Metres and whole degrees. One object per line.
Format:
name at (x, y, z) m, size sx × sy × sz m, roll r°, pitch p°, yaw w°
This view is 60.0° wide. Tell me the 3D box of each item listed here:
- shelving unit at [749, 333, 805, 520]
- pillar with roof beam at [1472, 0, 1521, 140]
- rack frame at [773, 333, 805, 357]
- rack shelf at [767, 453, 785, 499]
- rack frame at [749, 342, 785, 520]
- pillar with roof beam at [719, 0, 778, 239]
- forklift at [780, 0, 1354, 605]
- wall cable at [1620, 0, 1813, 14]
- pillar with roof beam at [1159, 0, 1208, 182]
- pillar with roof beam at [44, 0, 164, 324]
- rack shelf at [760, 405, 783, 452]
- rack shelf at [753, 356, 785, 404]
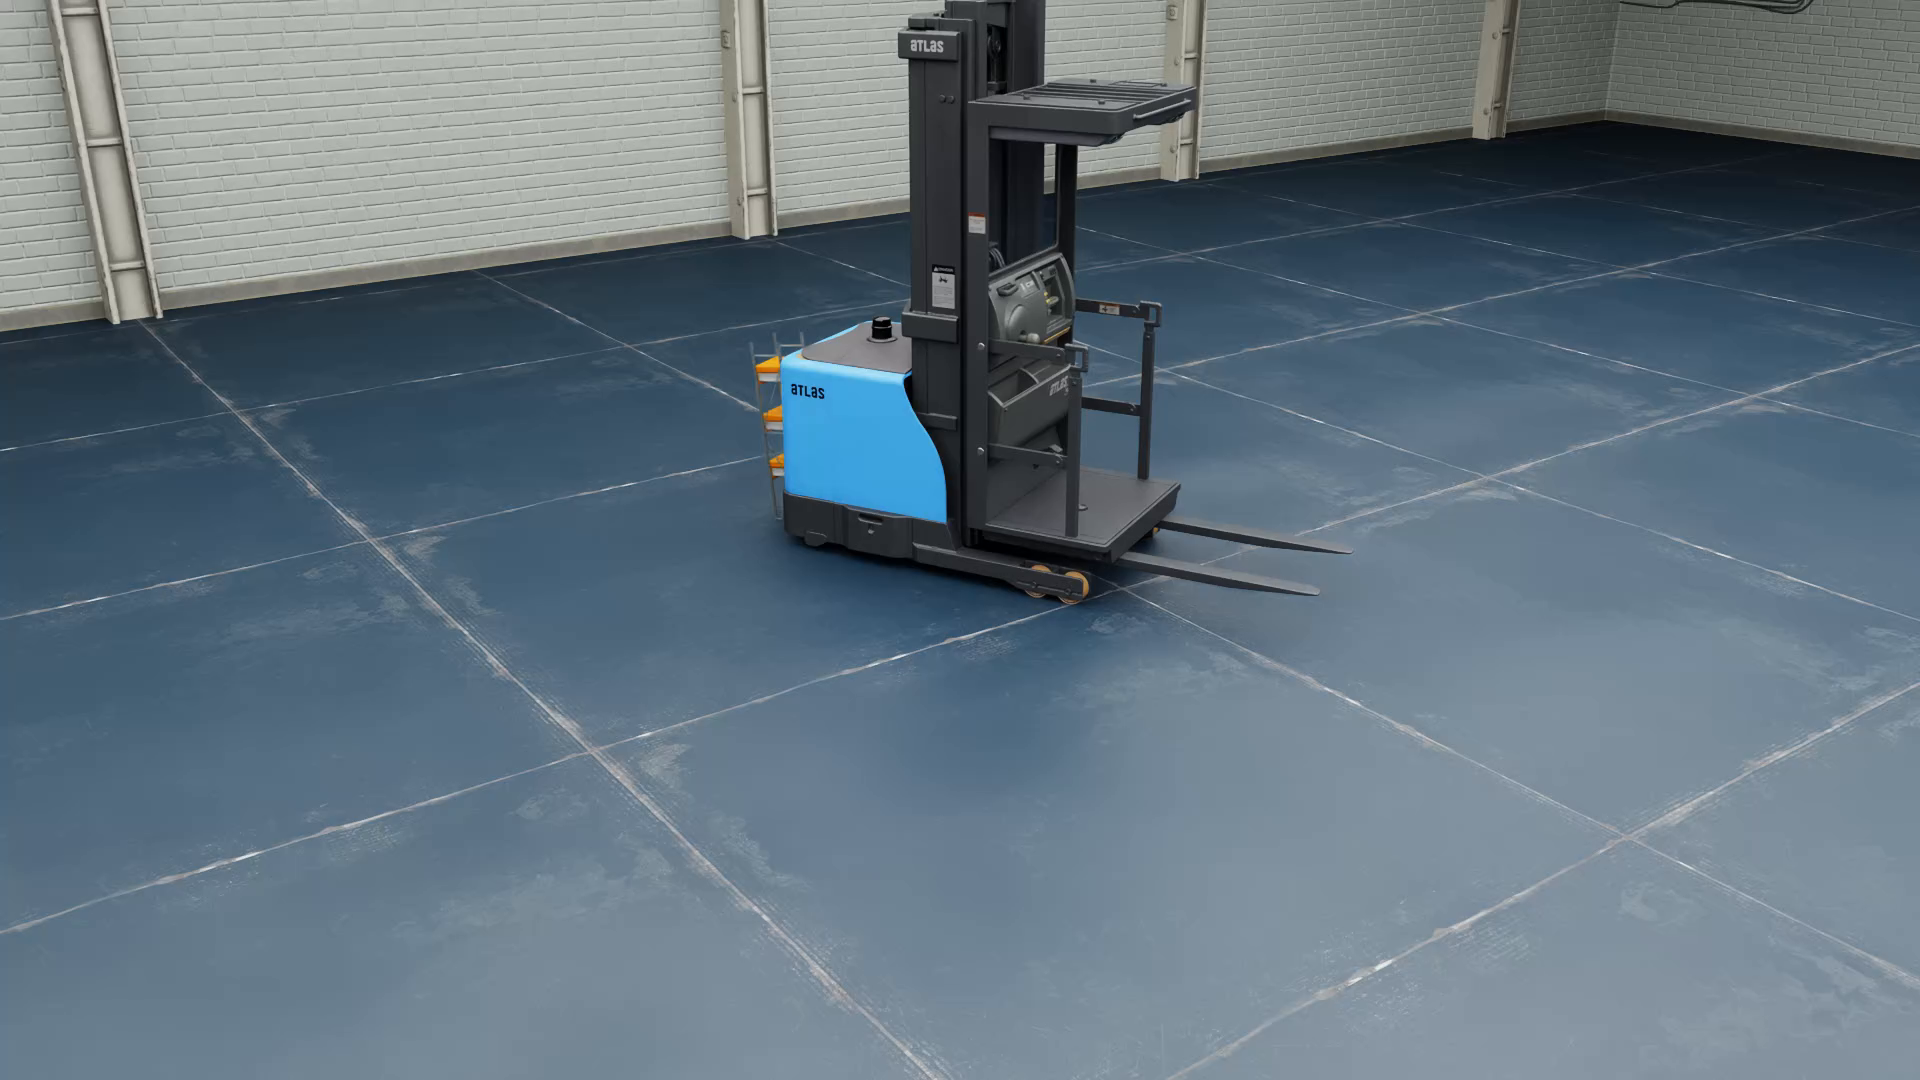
shelving unit at (-0.987, -0.651, 9.585) m, size 0.215 × 1.050 × 0.252 m, roll 4°, pitch 21°, yaw 27°
pillar with roof beam at (10.103, -8.677, 18.999) m, size 0.400 × 9.000 × 9.100 m, roll -15°, pitch 26°, yaw -33°
rack frame at (-0.933, -0.692, 9.686) m, size 0.200 × 1.050 × 0.008 m, roll 4°, pitch 21°, yaw 27°
rack shelf at (-0.957, -0.380, 9.676) m, size 0.215 × 0.259 × 0.240 m, roll 4°, pitch 21°, yaw 27°
rack frame at (-1.041, -0.611, 9.483) m, size 0.200 × 1.050 × 0.008 m, roll 4°, pitch 21°, yaw 27°
pillar with roof beam at (0.362, -6.079, 12.490) m, size 0.400 × 9.000 × 9.100 m, roll -15°, pitch 26°, yaw -33°
forklift at (0.560, -1.254, 8.584) m, size 3.031 × 2.935 × 1.130 m, roll 11°, pitch 24°, yaw 25°
wall cable at (10.752, -8.770, 23.421) m, size 0.112 × 2.526 × 3.097 m, roll -15°, pitch 26°, yaw -33°
pillar with roof beam at (5.233, -7.378, 15.744) m, size 0.400 × 9.000 × 9.100 m, roll -15°, pitch 26°, yaw -33°
pillar with roof beam at (-4.508, -4.781, 9.235) m, size 0.400 × 9.000 × 9.100 m, roll -15°, pitch 26°, yaw -33°
rack shelf at (-0.986, -0.642, 9.588) m, size 0.215 × 0.259 × 0.240 m, roll 4°, pitch 21°, yaw 27°
rack shelf at (-1.015, -0.909, 9.498) m, size 0.215 × 0.259 × 0.240 m, roll 4°, pitch 21°, yaw 27°
